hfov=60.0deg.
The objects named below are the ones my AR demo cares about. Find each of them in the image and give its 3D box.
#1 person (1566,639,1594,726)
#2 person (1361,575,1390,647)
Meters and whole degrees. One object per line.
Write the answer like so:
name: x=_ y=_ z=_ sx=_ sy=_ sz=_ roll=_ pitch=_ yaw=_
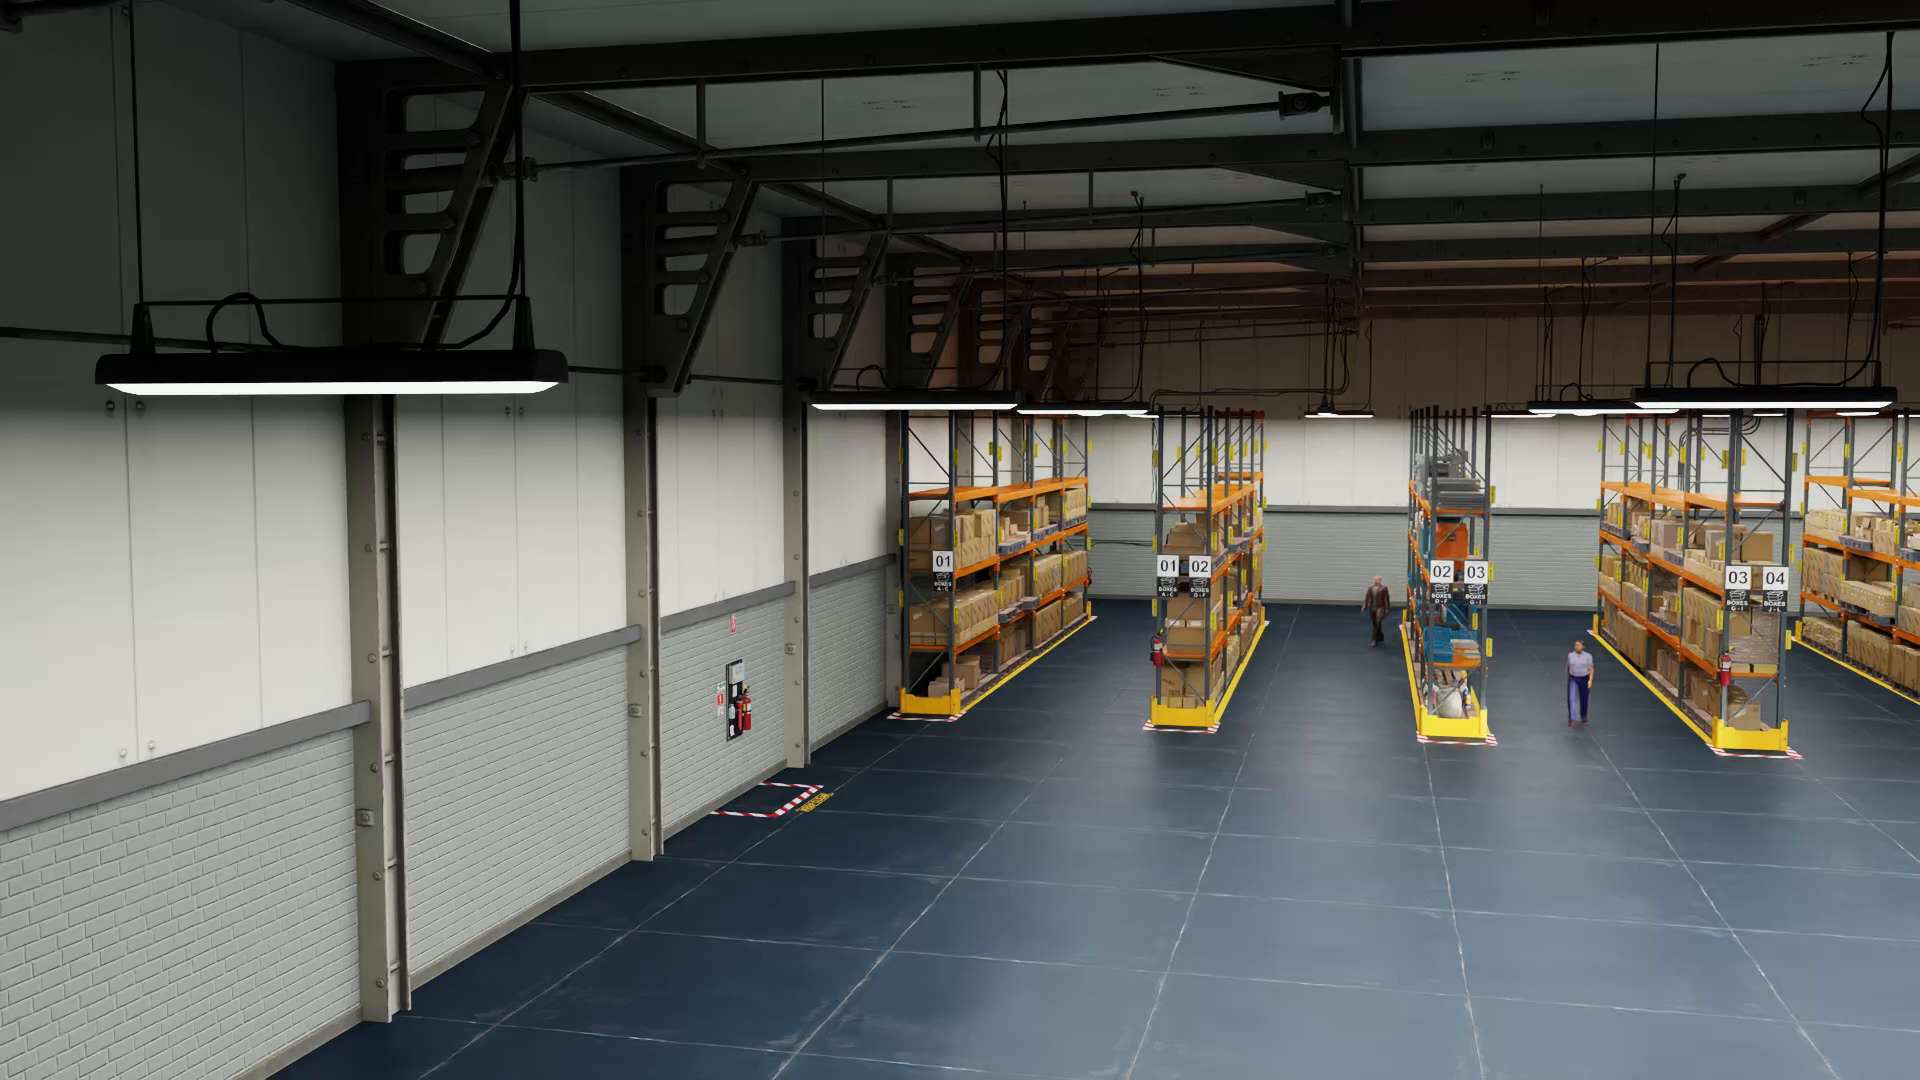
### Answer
person: x=11.623 y=2.664 z=31.201 sx=0.501 sy=1.596 sz=0.949 roll=2 pitch=5 yaw=25
person: x=10.624 y=1.814 z=42.529 sx=0.624 sy=1.730 sz=0.961 roll=4 pitch=6 yaw=43
